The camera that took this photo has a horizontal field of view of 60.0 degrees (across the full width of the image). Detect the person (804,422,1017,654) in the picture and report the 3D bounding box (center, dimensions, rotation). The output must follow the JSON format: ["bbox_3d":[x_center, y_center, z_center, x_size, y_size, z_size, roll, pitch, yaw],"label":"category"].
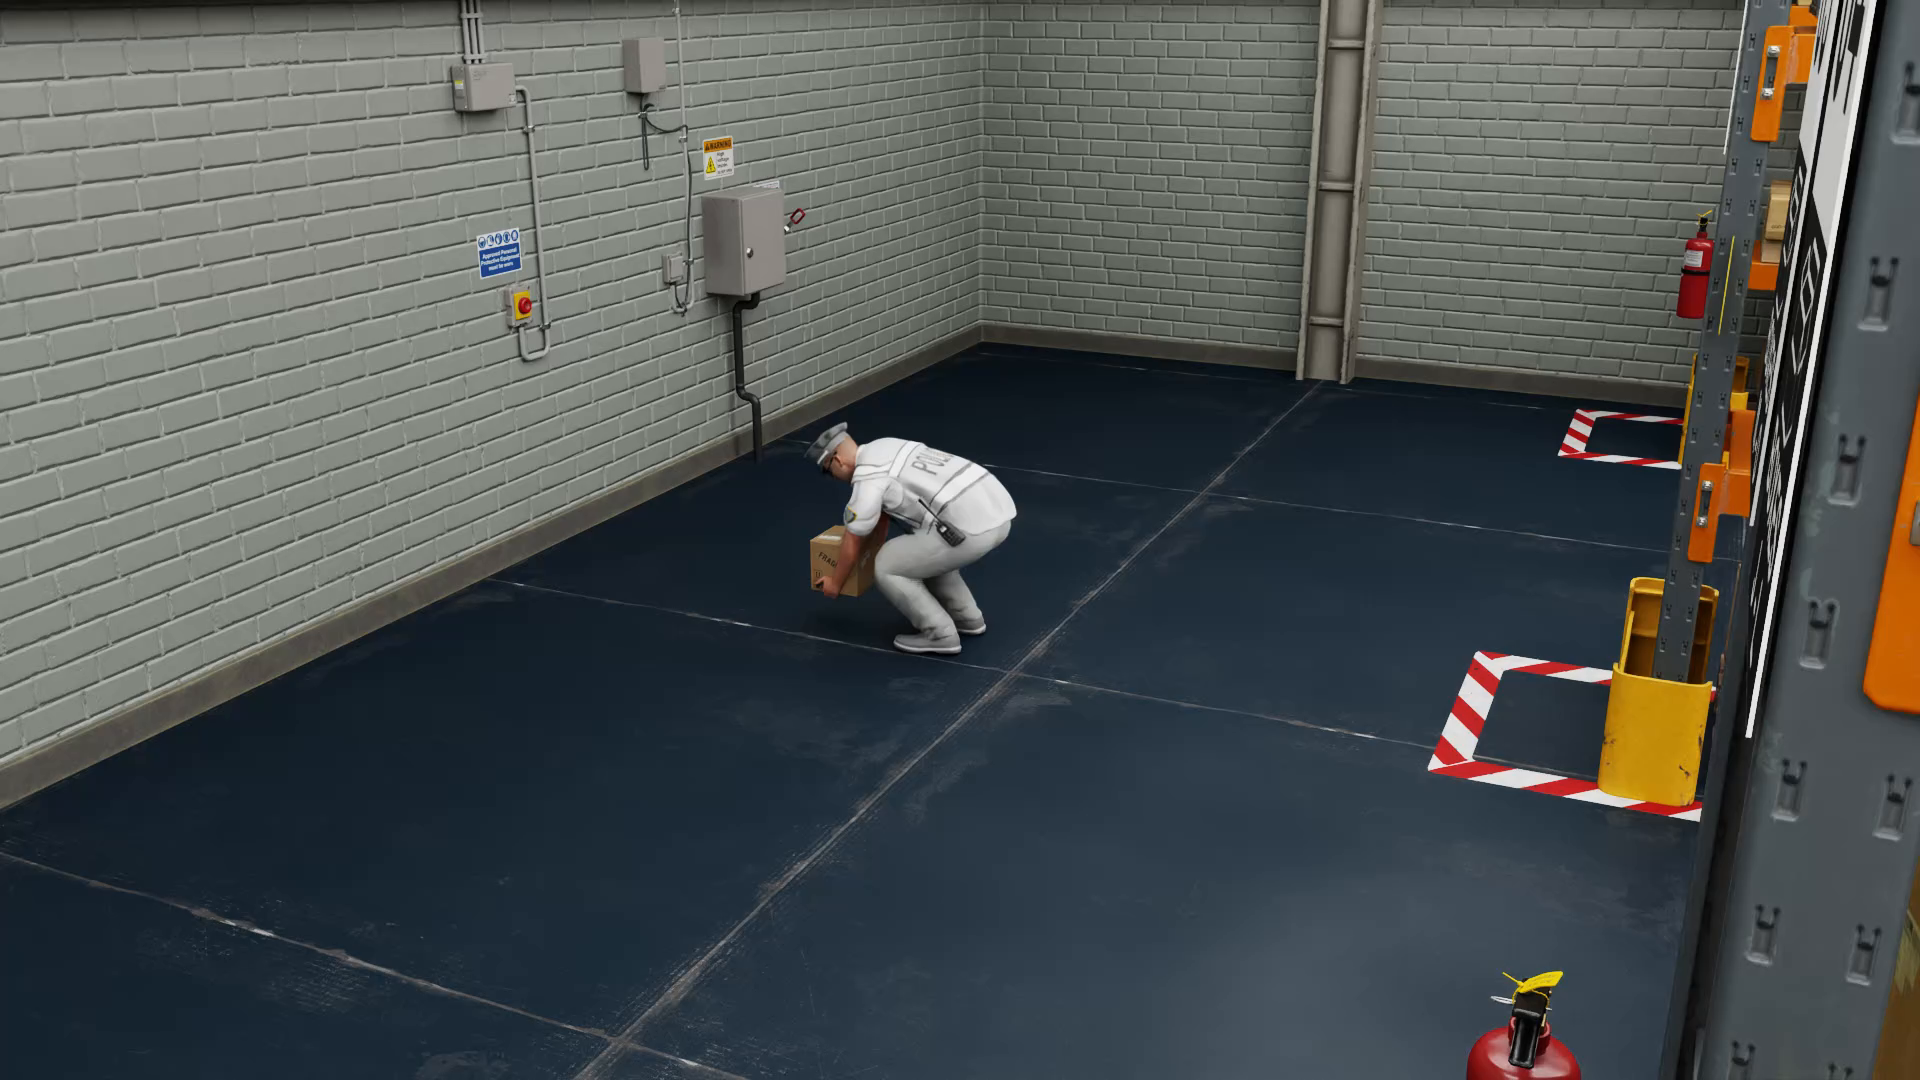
[{"bbox_3d":[-0.247,-0.021,7.760,0.996,1.019,0.495,8,20,21],"label":"person"}]
